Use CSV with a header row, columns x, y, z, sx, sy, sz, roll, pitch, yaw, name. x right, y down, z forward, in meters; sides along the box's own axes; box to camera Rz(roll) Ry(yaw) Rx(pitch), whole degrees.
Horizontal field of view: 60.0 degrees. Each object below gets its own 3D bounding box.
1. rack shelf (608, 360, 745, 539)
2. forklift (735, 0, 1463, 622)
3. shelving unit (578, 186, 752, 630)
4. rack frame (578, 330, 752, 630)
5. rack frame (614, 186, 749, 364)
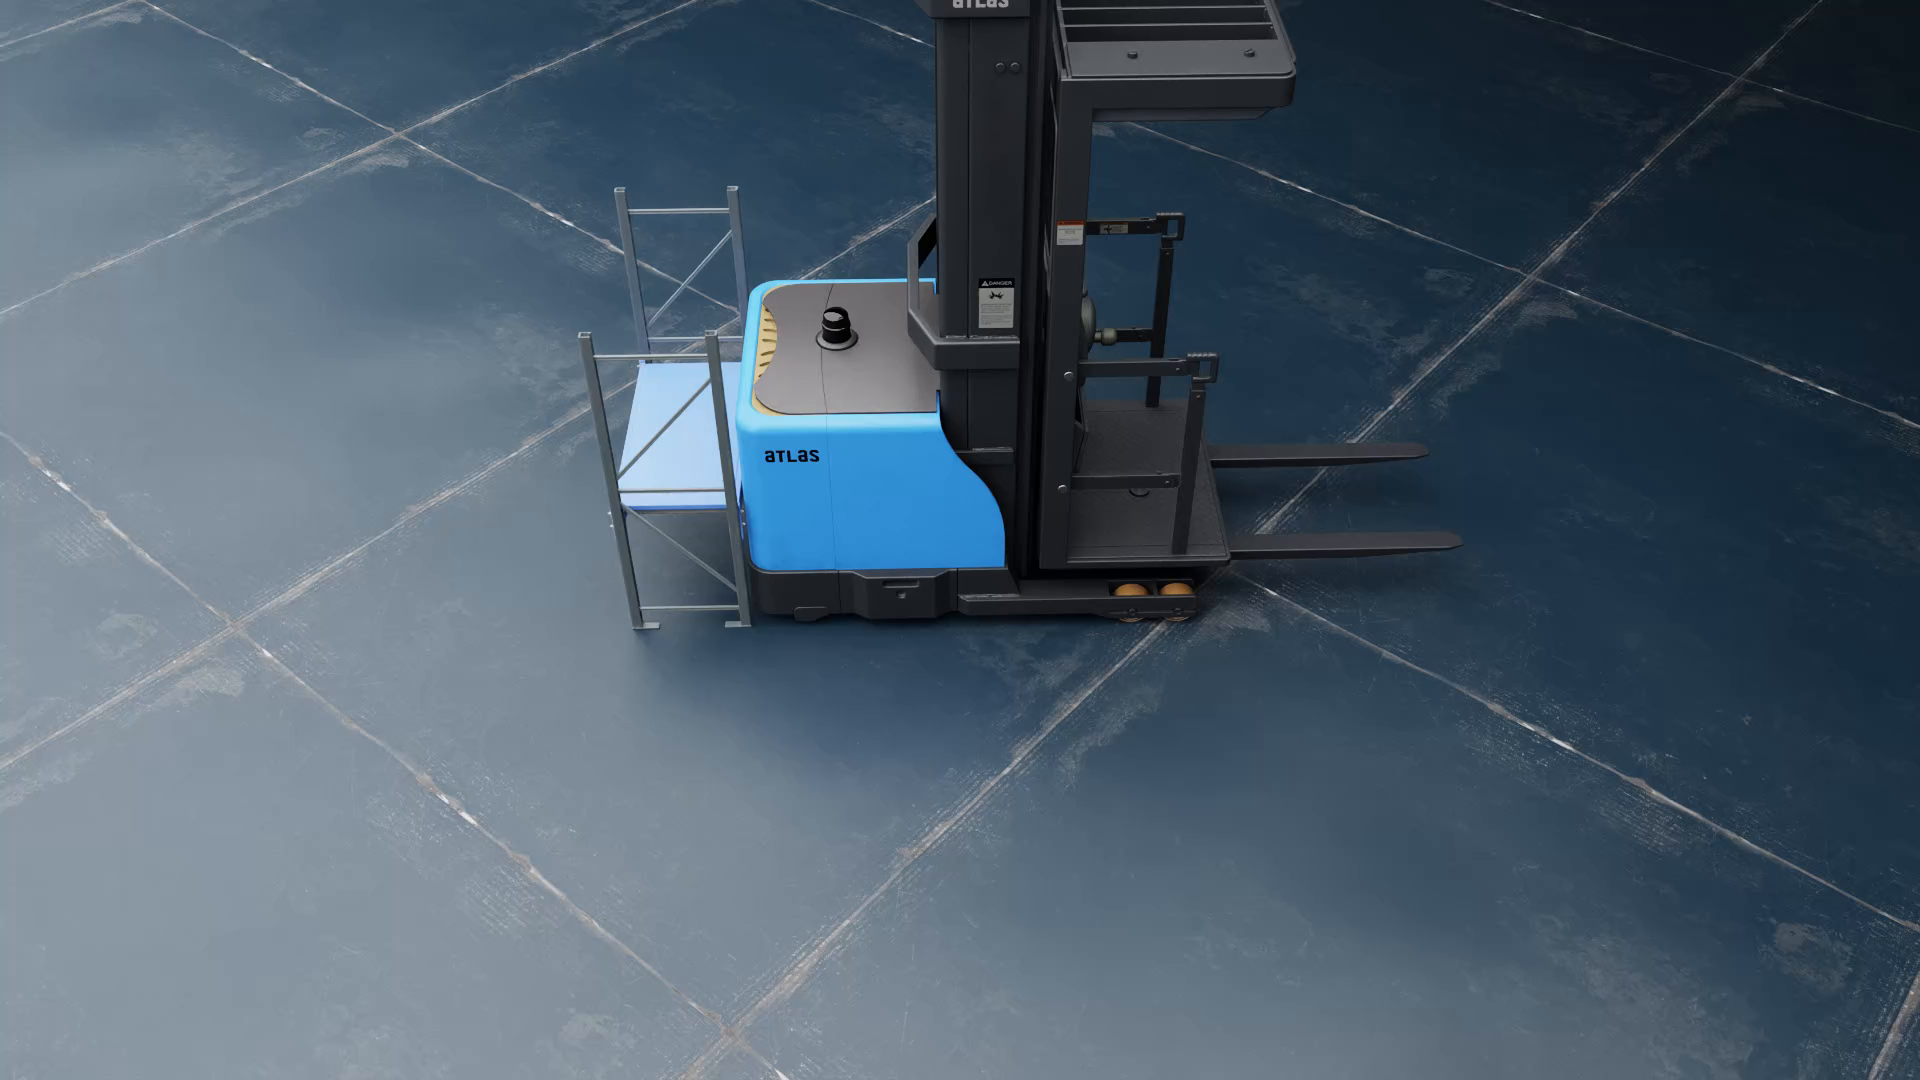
x,y,z,sx,sy,sz,roll,pitch,yaw,name
-1.144,-0.401,7.025,0.538,0.185,1.000,-1,42,-1,rack shelf
0.622,-1.096,6.459,3.031,2.935,1.130,-1,42,-1,forklift
-1.144,-0.534,6.904,0.538,1.500,1.048,-1,42,-1,shelving unit
-1.131,-0.192,6.528,0.500,1.500,0.032,-1,42,-1,rack frame
-1.157,-0.876,7.280,0.500,1.500,0.032,-1,42,-1,rack frame
